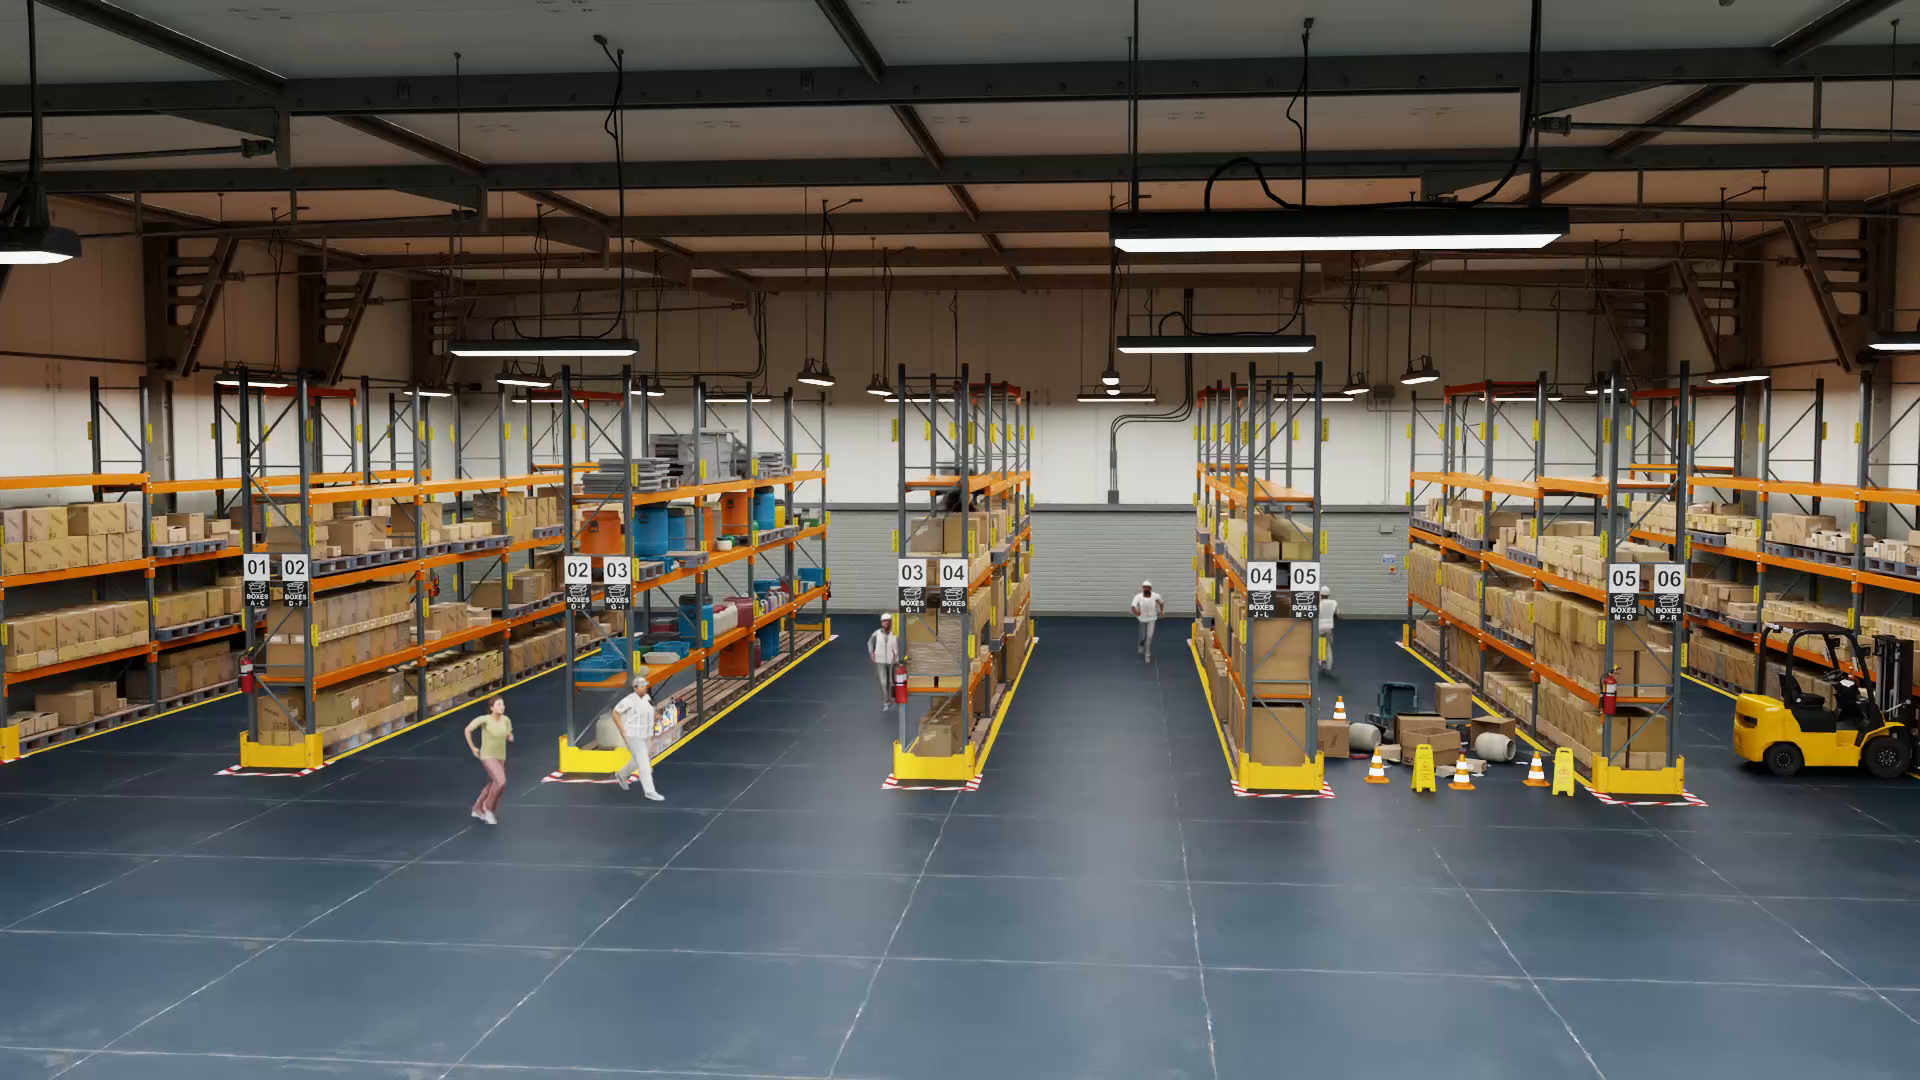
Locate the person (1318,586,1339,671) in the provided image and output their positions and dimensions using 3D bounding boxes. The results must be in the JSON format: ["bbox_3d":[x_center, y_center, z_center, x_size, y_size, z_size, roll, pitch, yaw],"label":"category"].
[{"bbox_3d":[7.614,1.879,34.870,0.656,1.828,0.705,0,4,-3],"label":"person"}]

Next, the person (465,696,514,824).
[{"bbox_3d":[-5.981,2.807,21.273,0.705,1.645,0.565,3,4,34],"label":"person"}]

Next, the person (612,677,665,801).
[{"bbox_3d":[-4.415,2.689,22.755,0.936,1.655,0.605,2,4,30],"label":"person"}]

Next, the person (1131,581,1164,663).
[{"bbox_3d":[4.133,1.779,36.644,0.709,1.767,0.934,1,4,8],"label":"person"}]

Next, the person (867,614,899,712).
[{"bbox_3d":[-1.330,2.185,29.807,0.691,1.742,0.783,0,4,-1],"label":"person"}]
